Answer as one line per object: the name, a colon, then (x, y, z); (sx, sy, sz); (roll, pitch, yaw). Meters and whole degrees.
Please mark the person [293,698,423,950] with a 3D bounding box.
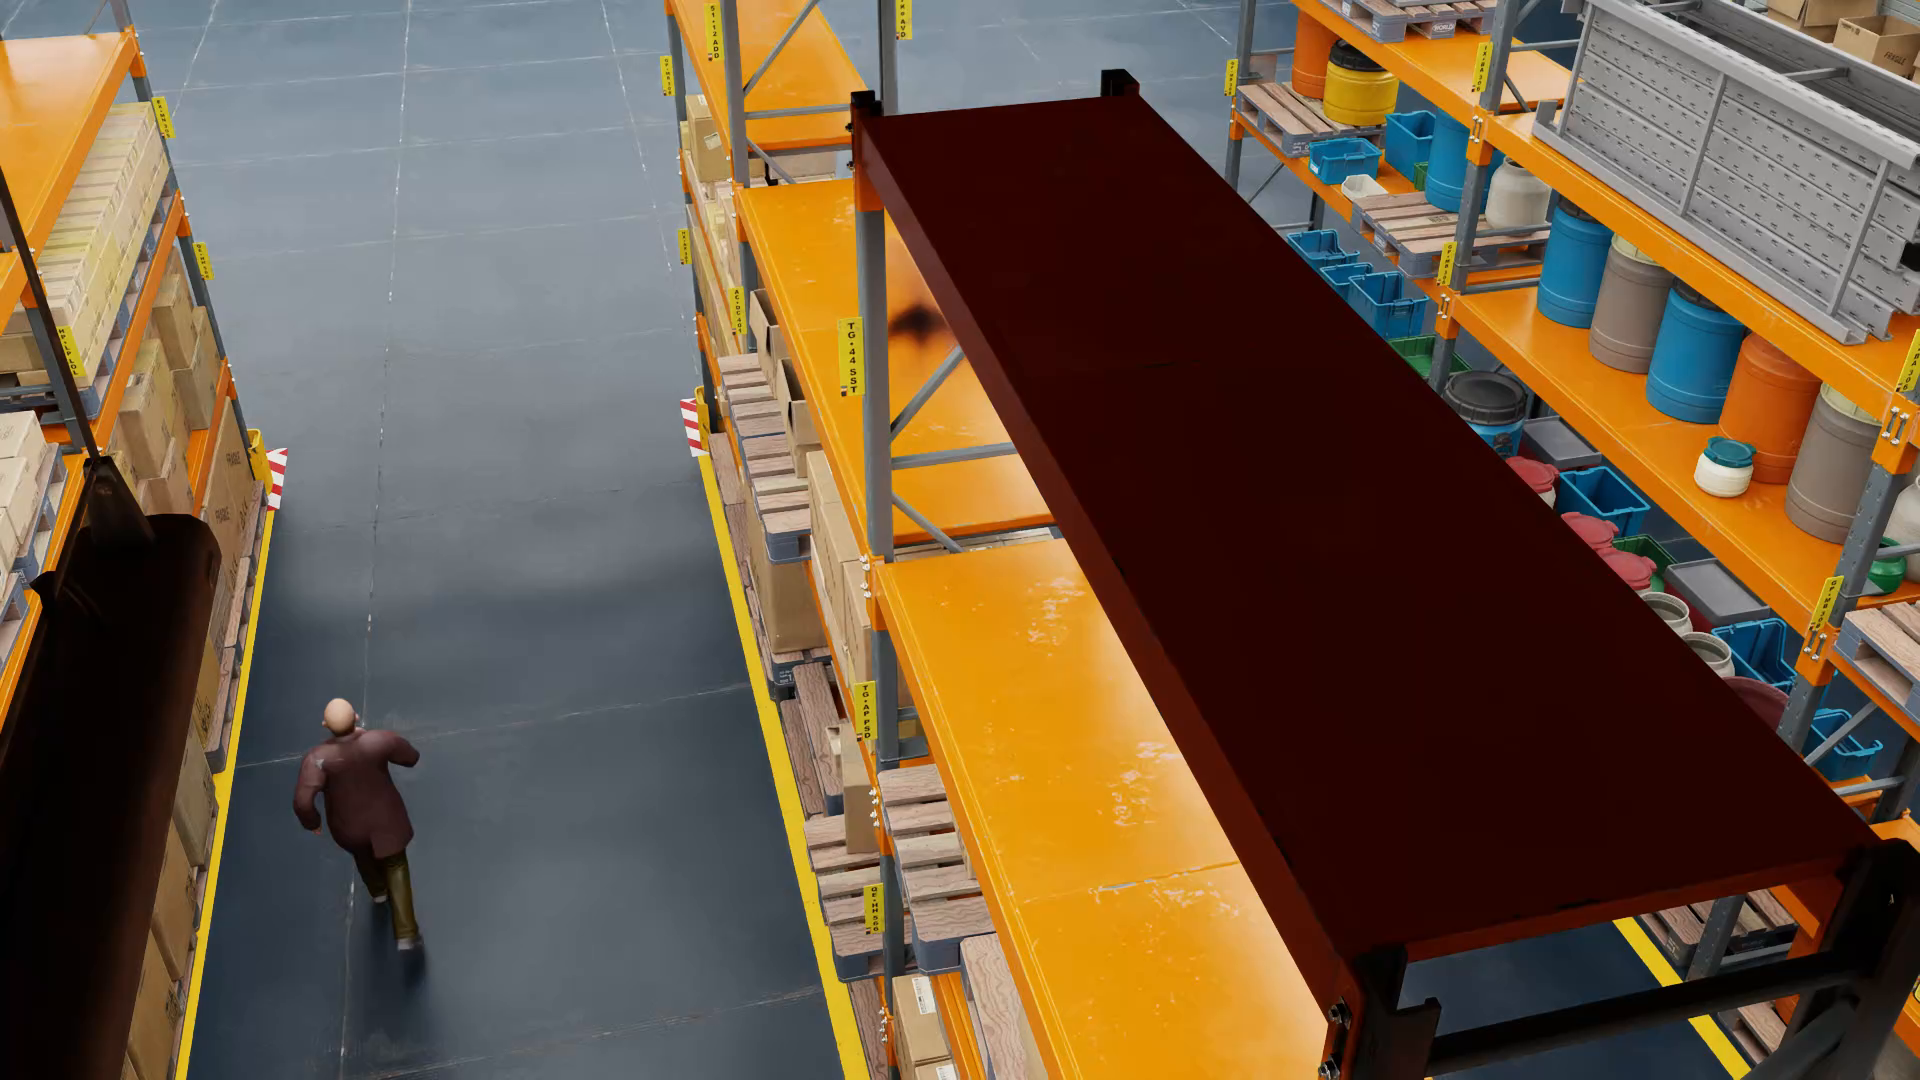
person: (-3.559, 1.762, 10.072); (0.734, 1.598, 1.009); (-13, 37, -19)
